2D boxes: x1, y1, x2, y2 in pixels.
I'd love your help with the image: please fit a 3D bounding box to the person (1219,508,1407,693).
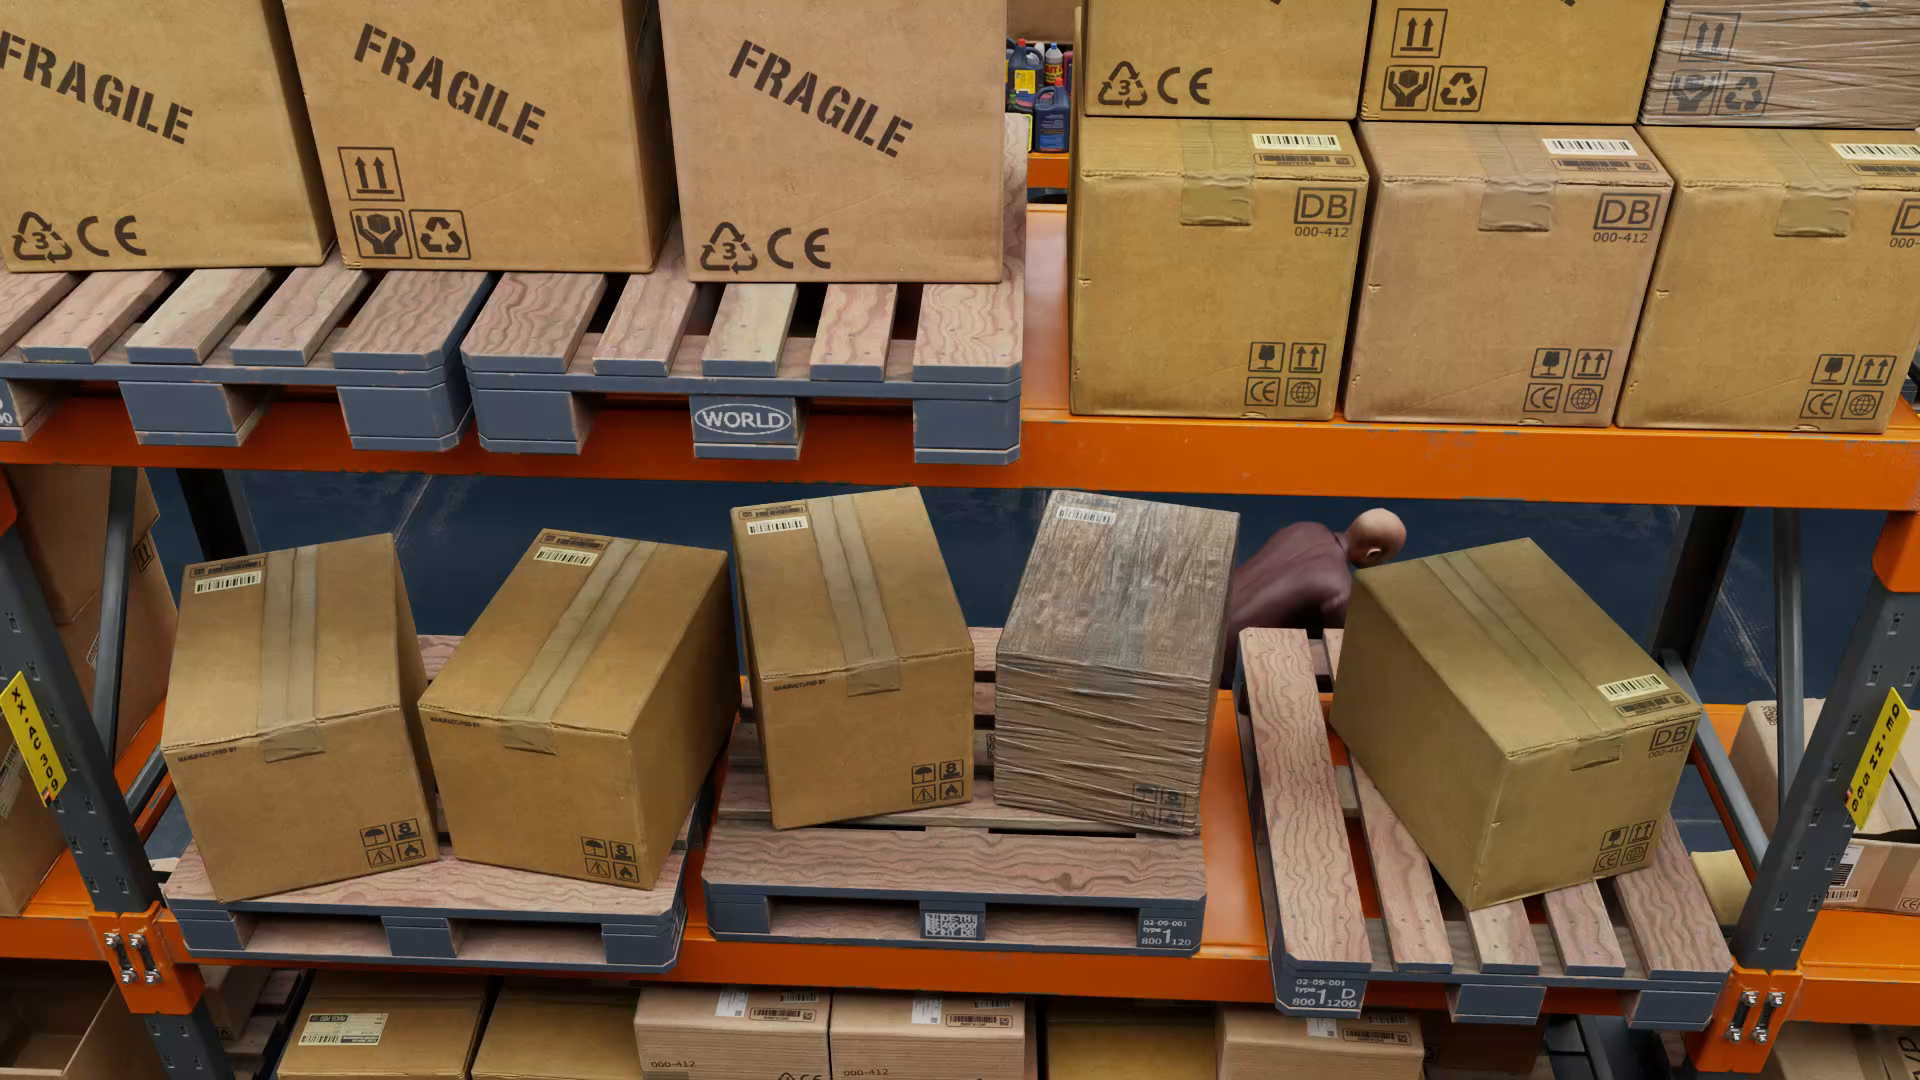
[{"bbox_3d":[1.329,0.332,6.376,0.901,0.991,0.599,1,35,2],"label":"person"}]
